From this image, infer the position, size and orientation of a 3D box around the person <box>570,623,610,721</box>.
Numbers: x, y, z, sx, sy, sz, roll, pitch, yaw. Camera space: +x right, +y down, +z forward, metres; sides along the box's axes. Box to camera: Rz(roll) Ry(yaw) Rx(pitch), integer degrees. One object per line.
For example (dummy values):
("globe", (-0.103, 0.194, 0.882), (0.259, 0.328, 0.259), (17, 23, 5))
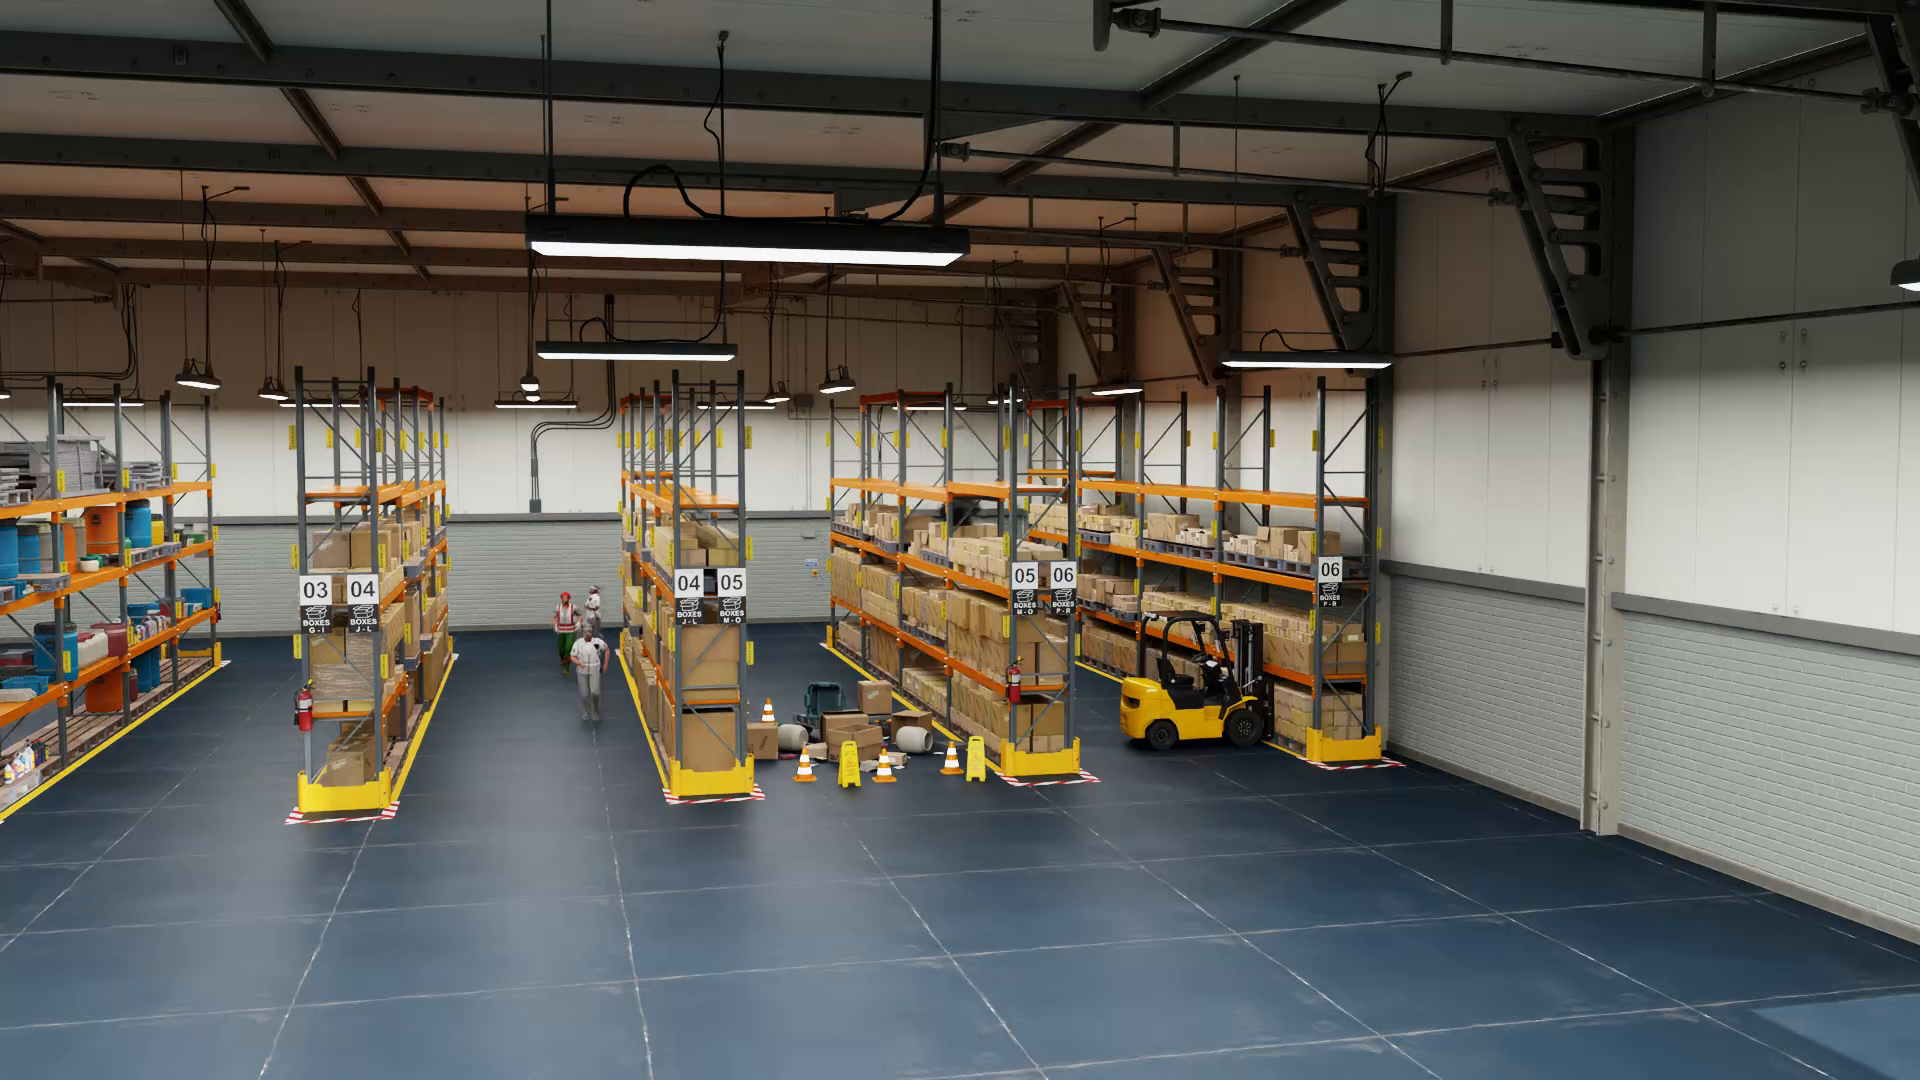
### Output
("person", (-6.586, 2.369, 29.604), (0.685, 1.783, 0.675), (-1, 3, -12))

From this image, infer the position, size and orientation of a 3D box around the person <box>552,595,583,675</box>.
("person", (-8.466, 2.018, 35.857), (0.661, 1.722, 0.799), (0, 3, -5))

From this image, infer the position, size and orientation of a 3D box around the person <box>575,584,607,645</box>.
("person", (-8.765, 1.835, 39.482), (0.993, 1.612, 0.584), (-3, 5, -42))
